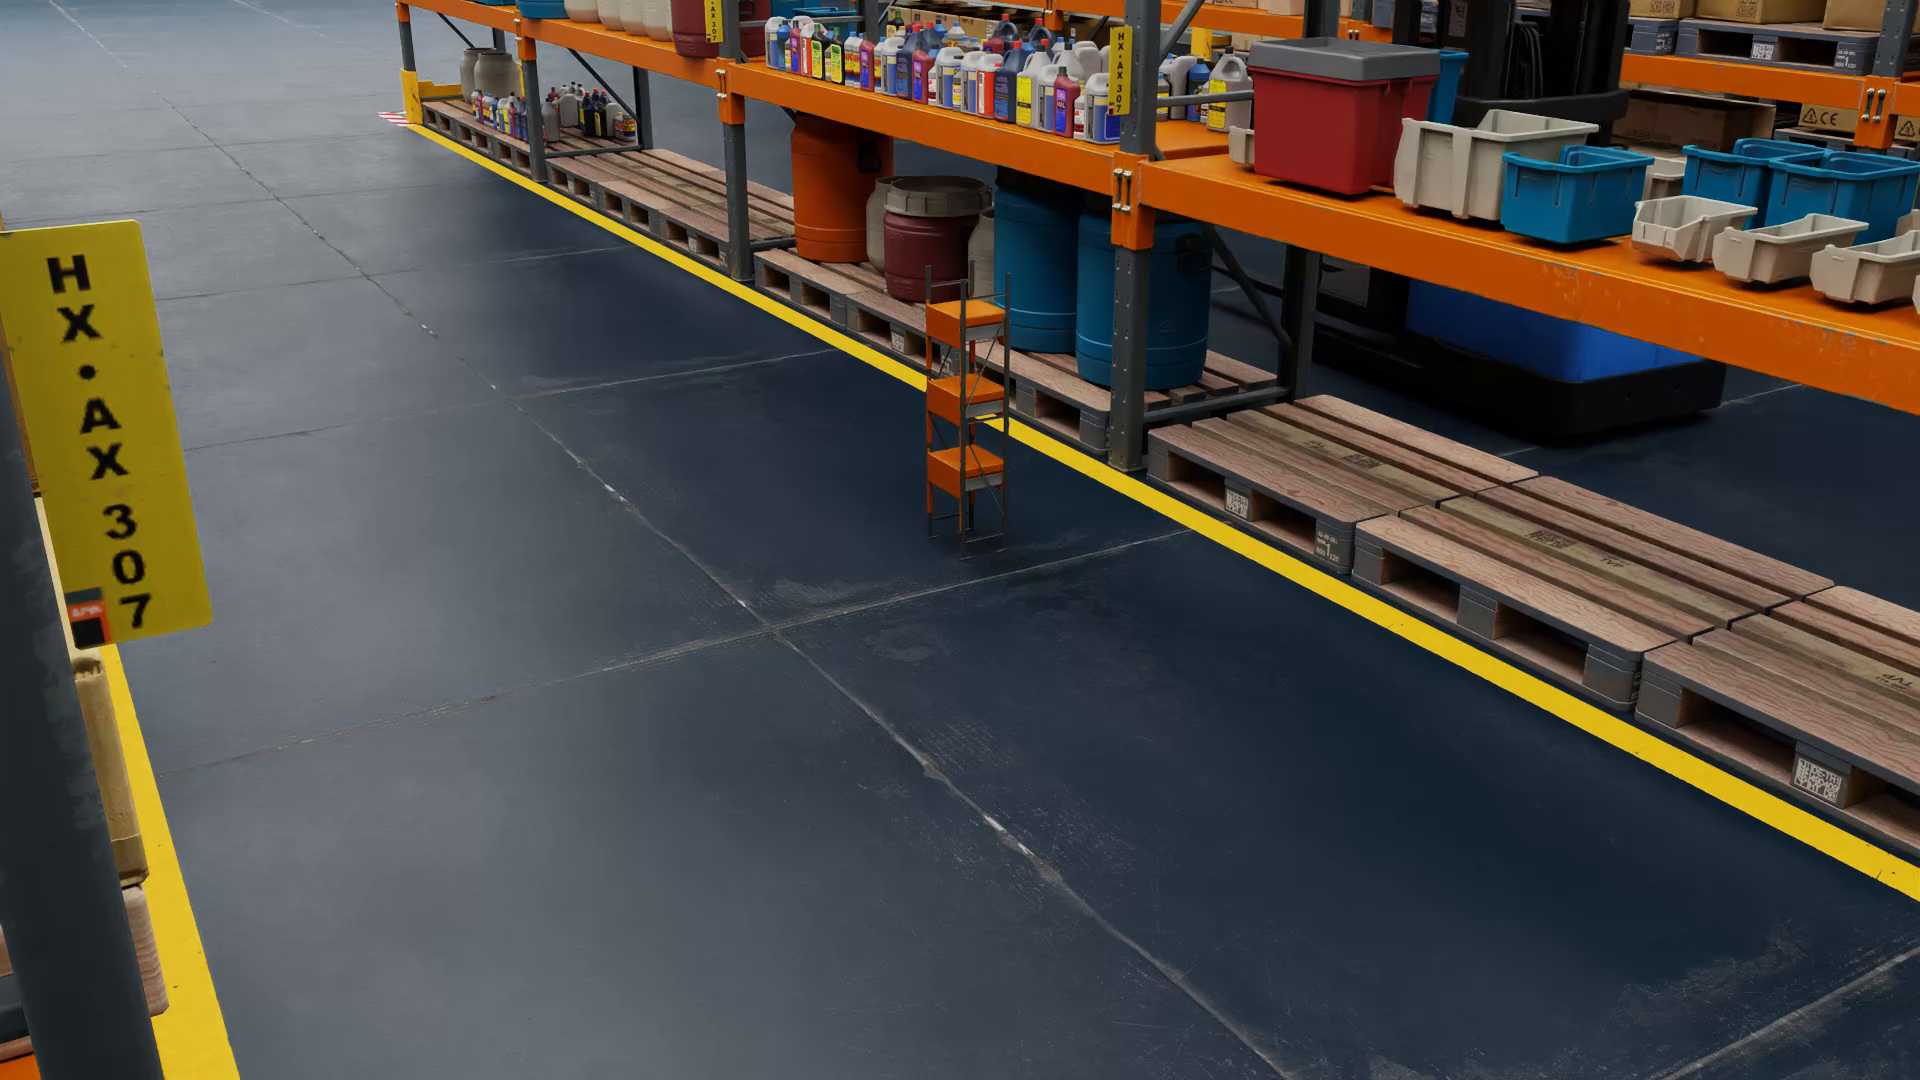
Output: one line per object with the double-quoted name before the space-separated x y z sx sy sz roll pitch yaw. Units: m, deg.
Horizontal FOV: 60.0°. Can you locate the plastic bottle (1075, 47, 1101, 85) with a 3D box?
"plastic bottle" 0.577 -2.216 7.944 0.152 0.276 0.135 -13 25 -28

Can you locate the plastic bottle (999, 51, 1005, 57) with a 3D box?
"plastic bottle" 0.195 -2.140 7.765 0.097 0.271 0.097 0 22 0

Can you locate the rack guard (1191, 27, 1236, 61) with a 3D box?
"rack guard" 3.515 -6.387 21.361 1.175 0.500 0.348 -13 25 -28

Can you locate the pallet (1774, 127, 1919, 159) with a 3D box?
"pallet" 7.901 -3.418 14.441 1.003 0.211 1.213 -13 25 -28

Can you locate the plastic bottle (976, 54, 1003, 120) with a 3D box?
"plastic bottle" 0.166 -2.069 7.583 0.152 0.276 0.135 -13 25 -28

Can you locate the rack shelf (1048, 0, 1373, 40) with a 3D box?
"rack shelf" 2.285 -4.340 13.961 1.077 0.370 4.000 -13 25 -28

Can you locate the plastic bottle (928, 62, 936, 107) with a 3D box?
"plastic bottle" -0.104 -2.185 7.968 0.097 0.201 0.097 0 22 0

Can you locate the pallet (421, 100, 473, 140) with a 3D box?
"pallet" -4.551 -4.093 16.100 1.003 0.211 1.213 -13 25 -28

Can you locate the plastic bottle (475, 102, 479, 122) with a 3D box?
"plastic bottle" -4.329 -3.891 15.033 0.097 0.201 0.097 0 22 0

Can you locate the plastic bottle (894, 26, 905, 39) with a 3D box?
"plastic bottle" -0.337 -2.893 9.708 0.097 0.201 0.097 0 22 0

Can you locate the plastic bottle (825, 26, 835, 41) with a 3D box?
"plastic bottle" -0.686 -2.632 8.973 0.097 0.271 0.097 0 22 0

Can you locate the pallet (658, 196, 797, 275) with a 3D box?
"pallet" -1.316 -2.041 11.052 1.003 0.211 1.213 -13 25 -28

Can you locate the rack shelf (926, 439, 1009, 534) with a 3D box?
"rack shelf" 0.027 -0.202 6.180 0.215 0.259 0.240 -13 25 -28

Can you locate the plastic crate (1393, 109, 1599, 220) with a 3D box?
"plastic crate" 1.711 -1.223 5.414 0.437 0.282 0.530 -13 25 -28

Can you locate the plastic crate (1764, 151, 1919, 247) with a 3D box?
"plastic crate" 2.617 -1.004 4.941 0.416 0.233 0.300 -13 25 -28

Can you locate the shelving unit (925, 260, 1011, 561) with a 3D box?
"shelving unit" 0.027 -0.469 6.071 0.215 1.050 0.252 -13 25 -28

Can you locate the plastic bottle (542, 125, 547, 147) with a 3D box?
"plastic bottle" -3.450 -3.334 13.663 0.097 0.201 0.097 0 22 0

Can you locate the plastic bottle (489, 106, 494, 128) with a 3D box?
"plastic bottle" -4.105 -3.749 14.684 0.097 0.201 0.097 0 22 0

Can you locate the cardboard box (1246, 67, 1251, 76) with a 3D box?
"cardboard box" 2.494 -3.933 14.352 0.500 0.311 0.500 -13 25 -29

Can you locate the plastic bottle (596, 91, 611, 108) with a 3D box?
"plastic bottle" -3.053 -3.687 14.332 0.144 0.351 0.185 -12 25 -27

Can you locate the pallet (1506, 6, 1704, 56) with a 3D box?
"pallet" 4.304 -3.308 10.722 1.003 0.211 1.213 -13 25 -28

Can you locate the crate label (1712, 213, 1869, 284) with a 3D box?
"crate label" 2.262 -0.801 4.570 0.396 0.136 0.243 -13 25 -28

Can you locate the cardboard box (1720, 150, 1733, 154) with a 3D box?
"cardboard box" 5.030 -2.151 10.355 0.500 0.500 0.500 -12 25 -27

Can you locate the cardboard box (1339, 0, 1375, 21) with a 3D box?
"cardboard box" 3.158 -4.111 12.560 0.500 0.311 0.500 -11 25 -25

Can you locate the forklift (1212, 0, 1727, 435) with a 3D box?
"forklift" 2.393 -2.331 8.155 1.130 2.935 3.031 -11 24 -25

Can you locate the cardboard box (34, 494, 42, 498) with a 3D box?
"cardboard box" -1.410 0.025 2.069 0.500 0.250 0.500 -13 25 -29

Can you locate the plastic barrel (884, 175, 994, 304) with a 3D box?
"plastic barrel" -0.112 -1.631 8.986 0.600 0.588 0.708 -13 25 -28

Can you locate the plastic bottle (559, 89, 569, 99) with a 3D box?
"plastic bottle" -3.549 -3.964 15.113 0.152 0.276 0.135 -13 26 -30

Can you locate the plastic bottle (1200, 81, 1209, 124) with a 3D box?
"plastic bottle" 1.126 -1.965 7.427 0.097 0.201 0.097 0 22 0

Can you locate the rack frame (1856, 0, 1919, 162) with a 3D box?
"rack frame" 5.350 -2.731 9.047 1.000 3.000 0.127 -13 25 -28

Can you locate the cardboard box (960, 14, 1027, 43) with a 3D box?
"cardboard box" 0.334 -5.022 16.782 0.500 0.500 0.500 -13 25 -28

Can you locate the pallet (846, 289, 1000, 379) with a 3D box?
"pallet" 0.104 -1.141 8.838 1.003 0.211 1.213 -13 25 -28

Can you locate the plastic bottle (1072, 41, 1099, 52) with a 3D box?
"plastic bottle" 0.589 -2.320 8.200 0.152 0.276 0.135 -13 25 -28

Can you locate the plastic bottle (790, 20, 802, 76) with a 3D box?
"plastic bottle" -0.882 -2.703 9.133 0.061 0.283 0.133 -13 25 -28

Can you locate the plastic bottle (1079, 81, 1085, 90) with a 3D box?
"plastic bottle" 0.521 -1.901 7.269 0.097 0.201 0.097 0 22 0

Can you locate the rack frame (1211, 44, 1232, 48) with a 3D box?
"rack frame" 3.477 -7.570 20.951 1.000 3.000 0.127 -13 25 -28

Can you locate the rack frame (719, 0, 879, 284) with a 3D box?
"rack frame" -0.954 -3.074 9.891 1.000 3.000 0.127 -13 25 -28

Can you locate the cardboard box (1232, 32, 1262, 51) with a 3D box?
"cardboard box" 3.753 -6.286 20.781 0.500 0.311 0.500 -16 27 -34

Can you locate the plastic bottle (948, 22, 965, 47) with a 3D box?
"plastic bottle" -0.020 -2.724 9.201 0.097 0.271 0.097 0 22 0

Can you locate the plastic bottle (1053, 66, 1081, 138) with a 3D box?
"plastic bottle" 0.453 -1.857 7.051 0.061 0.283 0.133 -13 25 -28

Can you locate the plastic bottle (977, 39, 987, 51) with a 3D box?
"plastic bottle" 0.129 -2.597 8.982 0.097 0.201 0.097 0 22 0

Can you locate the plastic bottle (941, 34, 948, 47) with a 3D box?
"plastic bottle" -0.070 -2.723 9.292 0.097 0.201 0.097 0 22 0

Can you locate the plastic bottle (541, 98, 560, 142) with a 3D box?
"plastic bottle" -3.450 -3.527 13.938 0.144 0.351 0.185 -13 25 -28

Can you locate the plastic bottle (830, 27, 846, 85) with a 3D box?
"plastic bottle" -0.627 -2.541 8.735 0.061 0.283 0.133 -13 25 -28

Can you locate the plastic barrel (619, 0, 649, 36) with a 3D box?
"plastic barrel" -2.101 -3.703 11.257 0.433 0.535 0.433 0 22 0

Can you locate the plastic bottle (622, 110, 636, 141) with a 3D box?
"plastic bottle" -2.783 -3.497 13.969 0.097 0.271 0.097 0 22 0

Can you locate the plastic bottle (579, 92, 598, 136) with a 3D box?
"plastic bottle" -3.177 -3.659 14.264 0.144 0.351 0.185 -13 25 -28

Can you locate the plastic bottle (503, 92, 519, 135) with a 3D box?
"plastic bottle" -3.837 -3.666 14.280 0.144 0.351 0.185 -13 25 -29

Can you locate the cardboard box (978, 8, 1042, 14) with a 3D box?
"cardboard box" 0.527 -5.284 17.427 0.500 0.500 0.500 -13 25 -28

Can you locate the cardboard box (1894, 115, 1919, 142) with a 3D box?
"cardboard box" 8.268 -3.630 13.557 0.750 0.750 0.750 -13 25 -28

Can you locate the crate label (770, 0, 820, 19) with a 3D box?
"crate label" -1.229 -3.464 10.804 0.502 0.435 0.616 -13 25 -28

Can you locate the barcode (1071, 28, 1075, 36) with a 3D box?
"barcode" 1.036 -4.649 15.225 0.001 0.075 0.075 -13 25 -28

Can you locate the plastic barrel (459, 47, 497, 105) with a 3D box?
"plastic barrel" -4.638 -4.508 16.164 0.421 0.512 0.421 0 22 0

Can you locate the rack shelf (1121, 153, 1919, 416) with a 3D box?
"rack shelf" 2.111 -0.799 5.248 1.077 0.370 4.000 -13 25 -28

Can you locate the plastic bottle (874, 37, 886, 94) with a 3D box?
"plastic bottle" -0.385 -2.396 8.393 0.097 0.271 0.097 0 22 0

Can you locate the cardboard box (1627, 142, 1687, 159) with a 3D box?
"cardboard box" 4.350 -2.205 10.489 0.500 0.500 0.500 -12 25 -28

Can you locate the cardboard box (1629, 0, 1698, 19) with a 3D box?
"cardboard box" 4.394 -3.532 10.327 0.500 0.500 0.700 20 30 41
